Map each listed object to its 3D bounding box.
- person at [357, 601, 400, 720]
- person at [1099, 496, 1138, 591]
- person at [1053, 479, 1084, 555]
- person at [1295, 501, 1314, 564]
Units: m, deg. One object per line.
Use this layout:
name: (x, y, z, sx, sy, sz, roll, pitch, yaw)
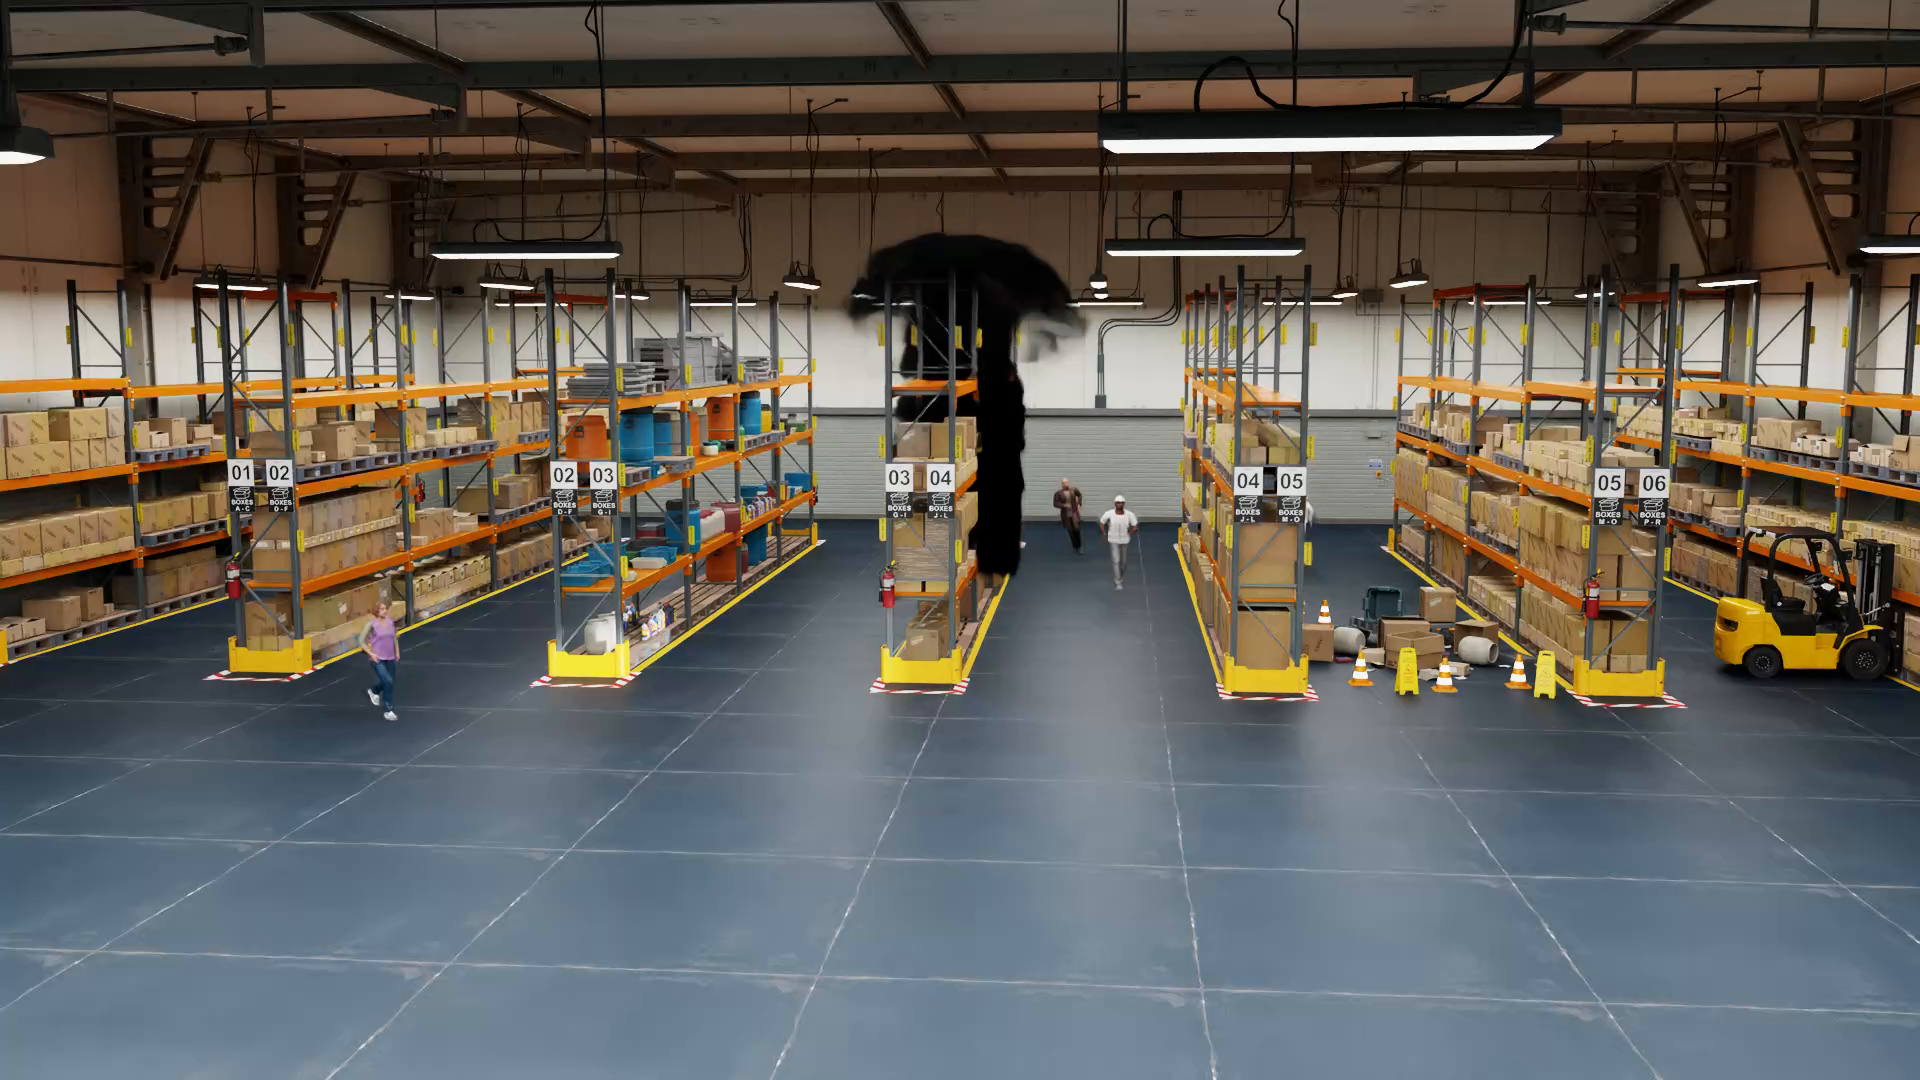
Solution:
person: (-7.692, 1.580, 21.997, 0.661, 1.573, 0.564, 5, 8, 35)
person: (2.992, 0.067, 31.160, 0.722, 1.806, 0.761, -1, 7, -5)
person: (2.525, -0.546, 38.664, 0.720, 1.787, 0.735, 0, 7, 3)
person: (7.470, -0.291, 36.759, 0.573, 1.739, 0.811, -1, 7, -6)
